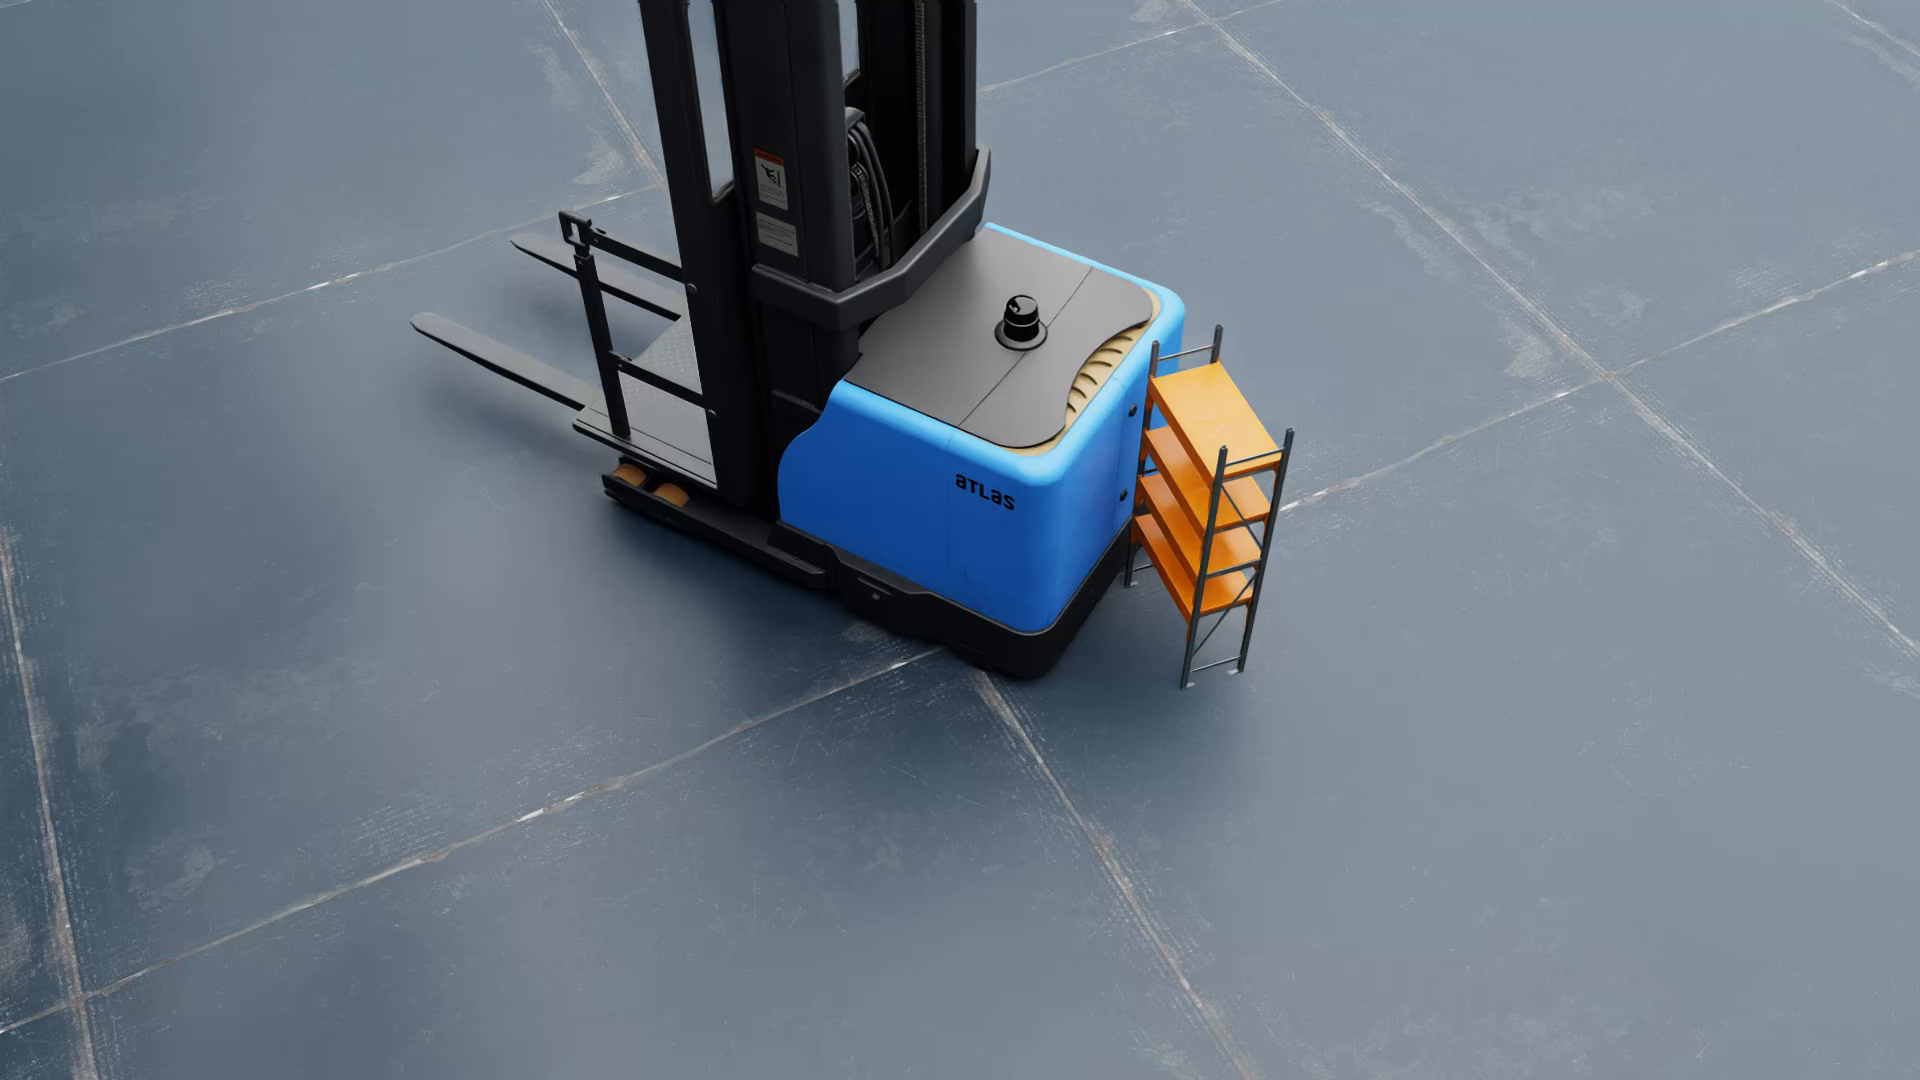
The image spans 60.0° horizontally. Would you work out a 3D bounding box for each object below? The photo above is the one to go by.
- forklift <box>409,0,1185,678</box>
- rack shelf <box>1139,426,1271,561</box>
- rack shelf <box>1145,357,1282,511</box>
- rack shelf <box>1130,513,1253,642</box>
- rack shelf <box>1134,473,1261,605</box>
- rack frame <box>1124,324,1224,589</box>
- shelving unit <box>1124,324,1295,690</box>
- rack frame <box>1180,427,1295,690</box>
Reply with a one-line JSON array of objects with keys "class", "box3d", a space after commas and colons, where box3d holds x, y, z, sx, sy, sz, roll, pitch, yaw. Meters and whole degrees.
[{"class": "forklift", "box3d": [-0.761, -1.335, 5.470, 3.031, 2.935, 1.130, 24, 53, 20]}, {"class": "rack shelf", "box3d": [0.799, -0.183, 5.405, 0.258, 0.148, 0.480, -15, 51, -13]}, {"class": "rack shelf", "box3d": [0.799, -0.338, 5.227, 0.258, 0.148, 0.480, -15, 51, -13]}, {"class": "rack shelf", "box3d": [0.799, 0.095, 5.723, 0.258, 0.148, 0.480, -15, 51, -13]}, {"class": "rack shelf", "box3d": [0.799, -0.035, 5.573, 0.258, 0.148, 0.480, -15, 51, -13]}, {"class": "rack frame", "box3d": [0.716, -0.253, 5.674, 0.240, 1.200, 0.015, -15, 51, -13]}, {"class": "shelving unit", "box3d": [0.799, -0.080, 5.523, 0.258, 1.200, 0.503, -15, 51, -13]}, {"class": "rack frame", "box3d": [0.881, 0.093, 5.371, 0.240, 1.200, 0.015, -15, 51, -13]}]
